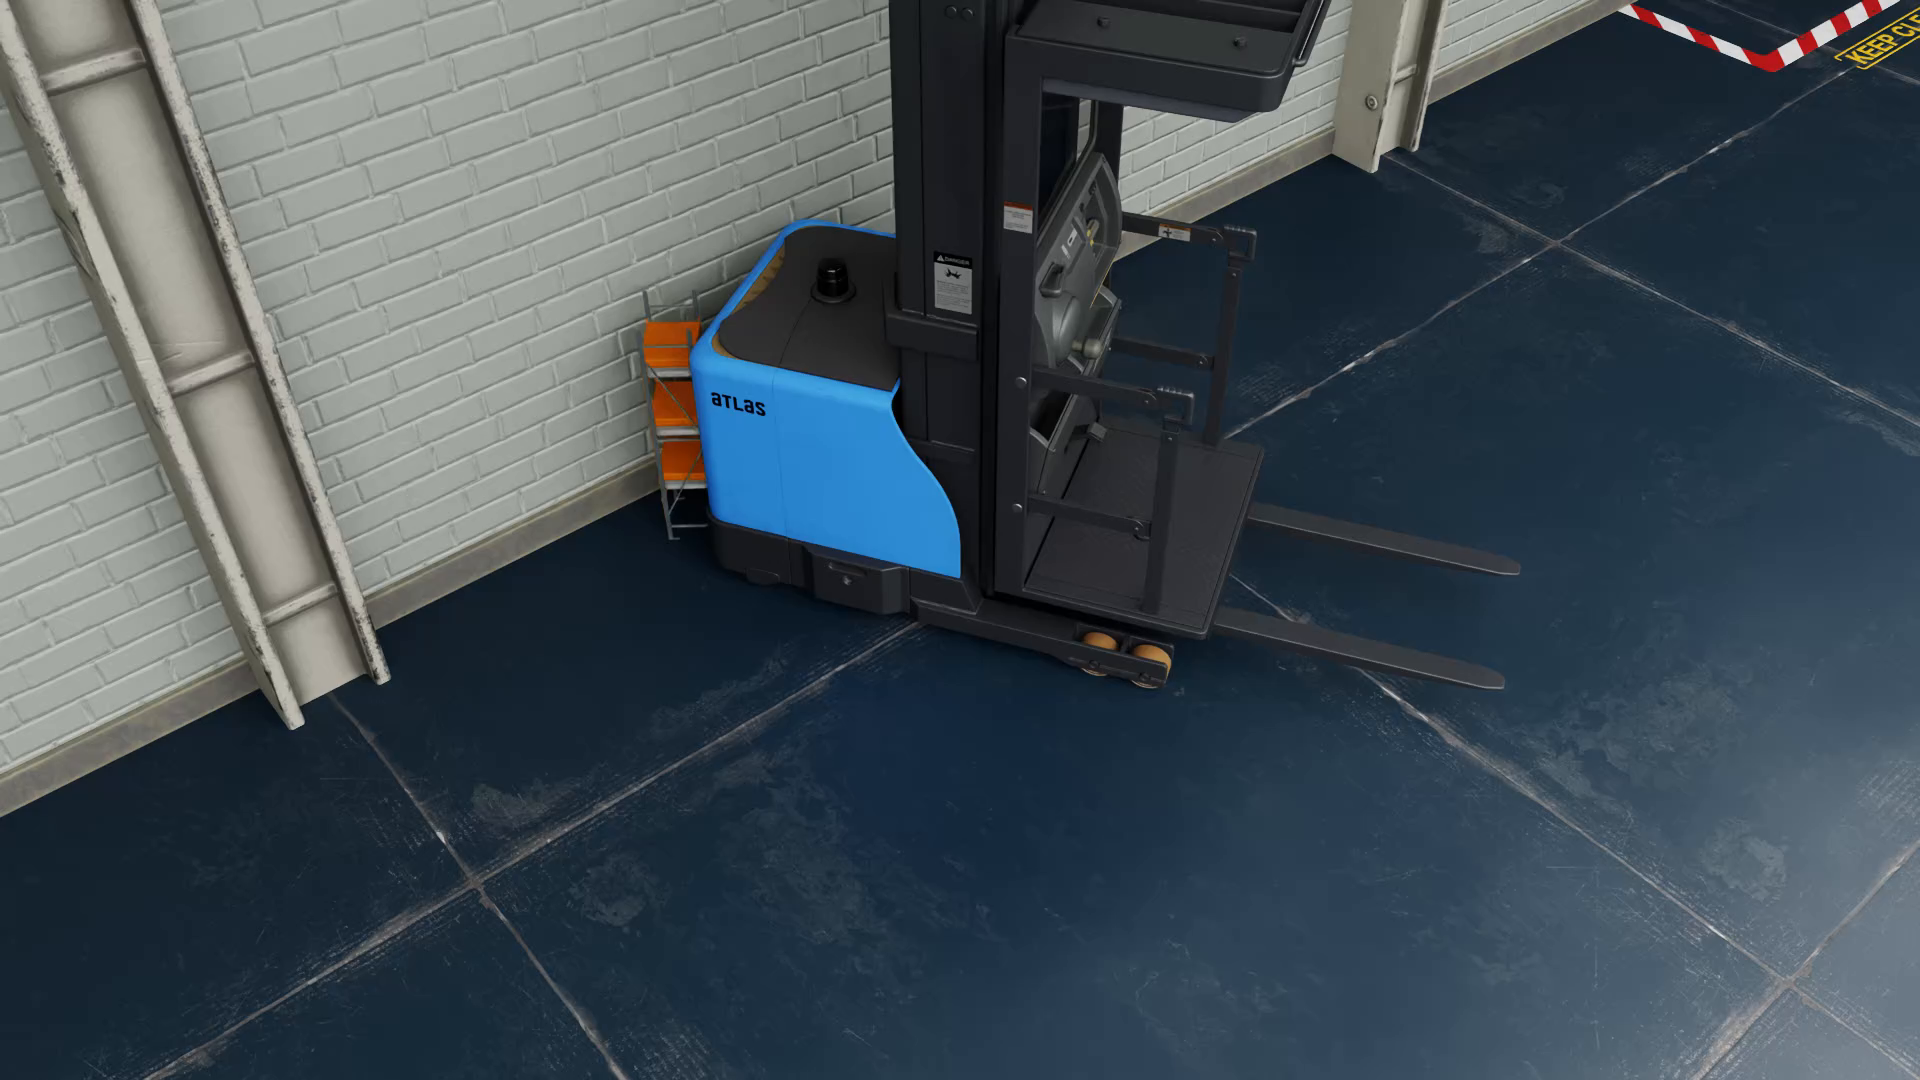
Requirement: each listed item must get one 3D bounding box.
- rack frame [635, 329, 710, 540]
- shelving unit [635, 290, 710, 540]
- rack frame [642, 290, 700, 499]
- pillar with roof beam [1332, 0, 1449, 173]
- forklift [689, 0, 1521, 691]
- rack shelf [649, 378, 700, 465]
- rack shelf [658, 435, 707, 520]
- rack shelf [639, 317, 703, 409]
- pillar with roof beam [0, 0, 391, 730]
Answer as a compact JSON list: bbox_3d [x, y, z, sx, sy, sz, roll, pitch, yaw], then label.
[{"bbox_3d":[-1.078,-0.383,6.390,0.200,1.050,0.008,-1,44,-2],"label":"rack frame"},{"bbox_3d":[-1.083,-0.468,6.478,0.215,1.050,0.252,-1,44,-2],"label":"shelving unit"},{"bbox_3d":[-1.087,-0.552,6.566,0.200,1.050,0.008,-1,44,-2],"label":"rack frame"},{"bbox_3d":[4.996,-3.133,3.512,0.400,9.000,9.100,-30,51,-28],"label":"pillar with roof beam"},{"bbox_3d":[0.592,-0.930,5.600,3.031,2.935,1.130,13,45,14],"label":"forklift"},{"bbox_3d":[-1.083,-0.460,6.485,0.215,0.259,0.240,-1,44,-2],"label":"rack shelf"},{"bbox_3d":[-1.084,-0.260,6.678,0.215,0.259,0.240,-1,44,-2],"label":"rack shelf"},{"bbox_3d":[-1.081,-0.664,6.288,0.215,0.259,0.240,-1,44,-2],"label":"rack shelf"},{"bbox_3d":[0.394,-0.497,0.706,0.400,9.000,9.100,-30,51,-28],"label":"pillar with roof beam"}]
